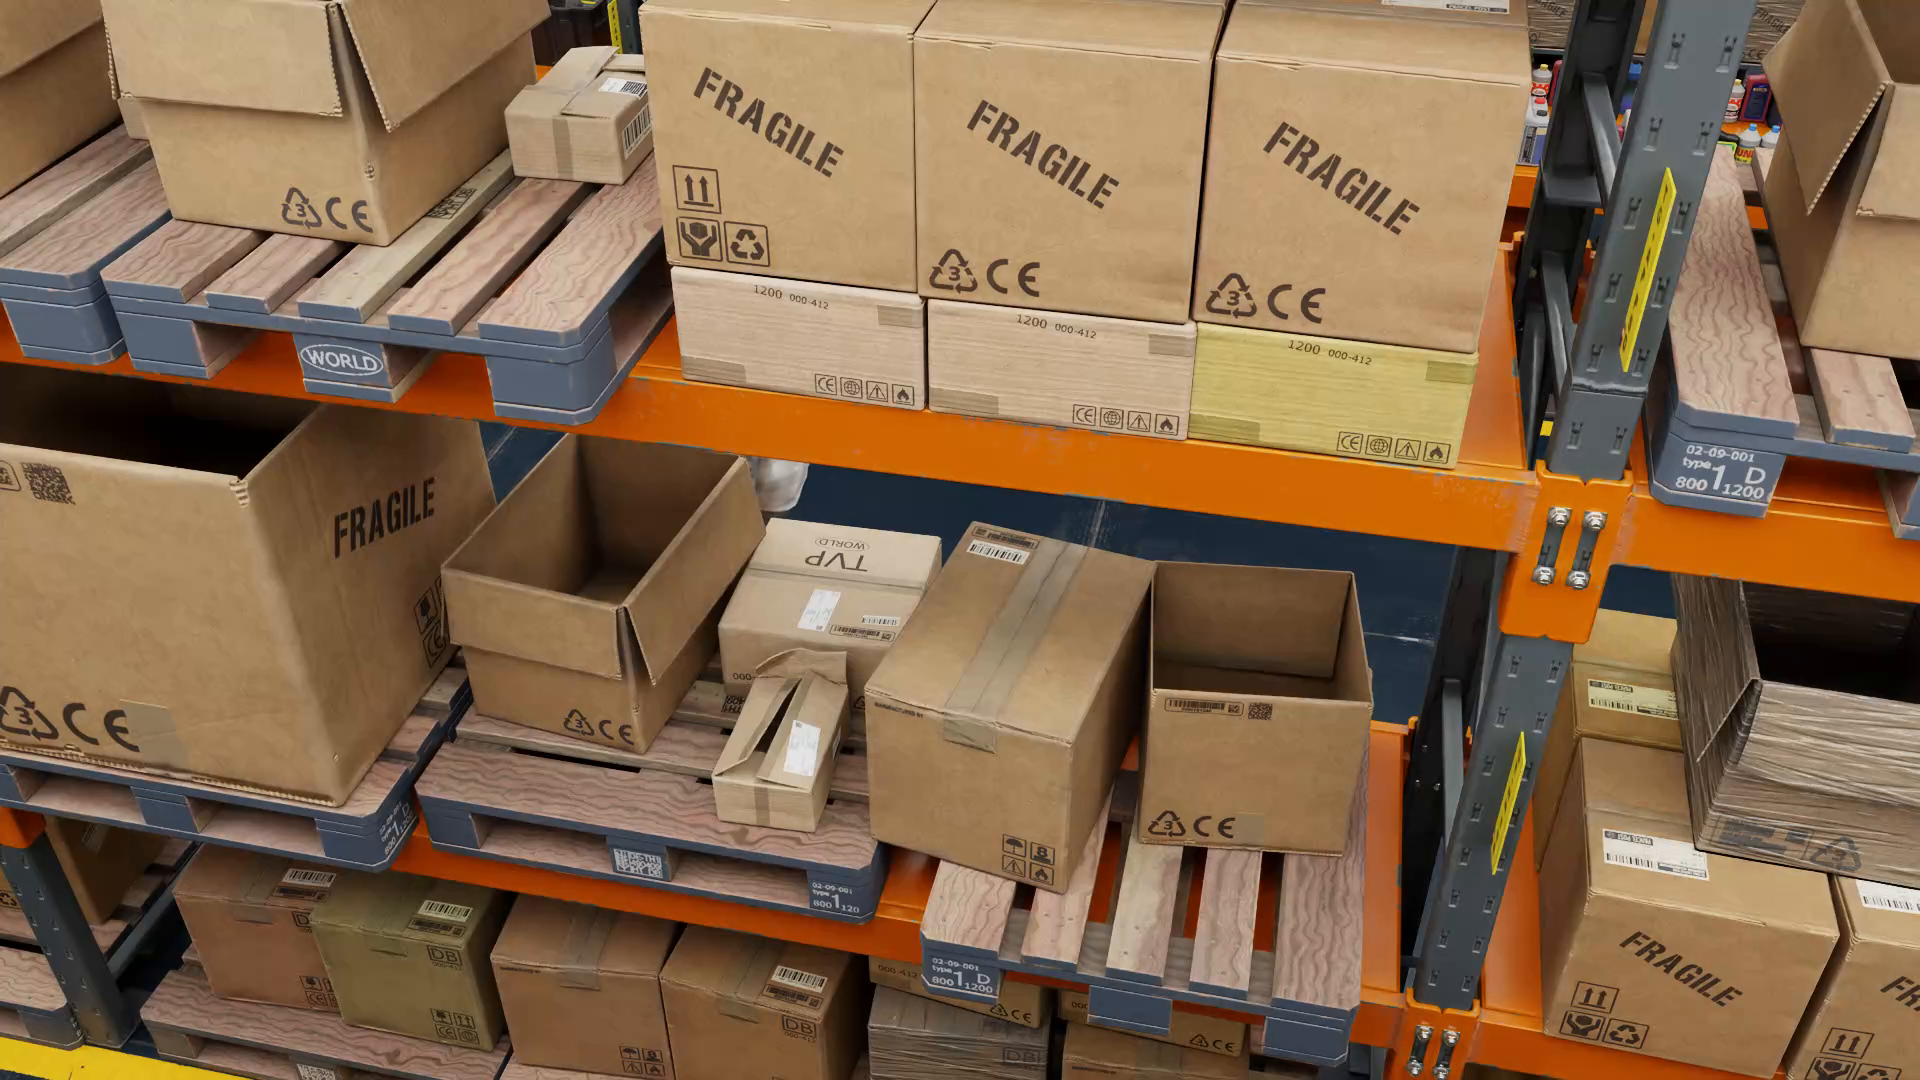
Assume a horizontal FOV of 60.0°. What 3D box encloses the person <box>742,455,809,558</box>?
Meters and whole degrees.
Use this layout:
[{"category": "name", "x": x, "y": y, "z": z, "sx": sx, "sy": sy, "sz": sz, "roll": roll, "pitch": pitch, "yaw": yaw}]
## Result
[{"category": "person", "x": -0.812, "y": -0.233, "z": 6.443, "sx": 0.464, "sy": 1.771, "sz": 0.593, "roll": 5, "pitch": 37, "yaw": 7}]
